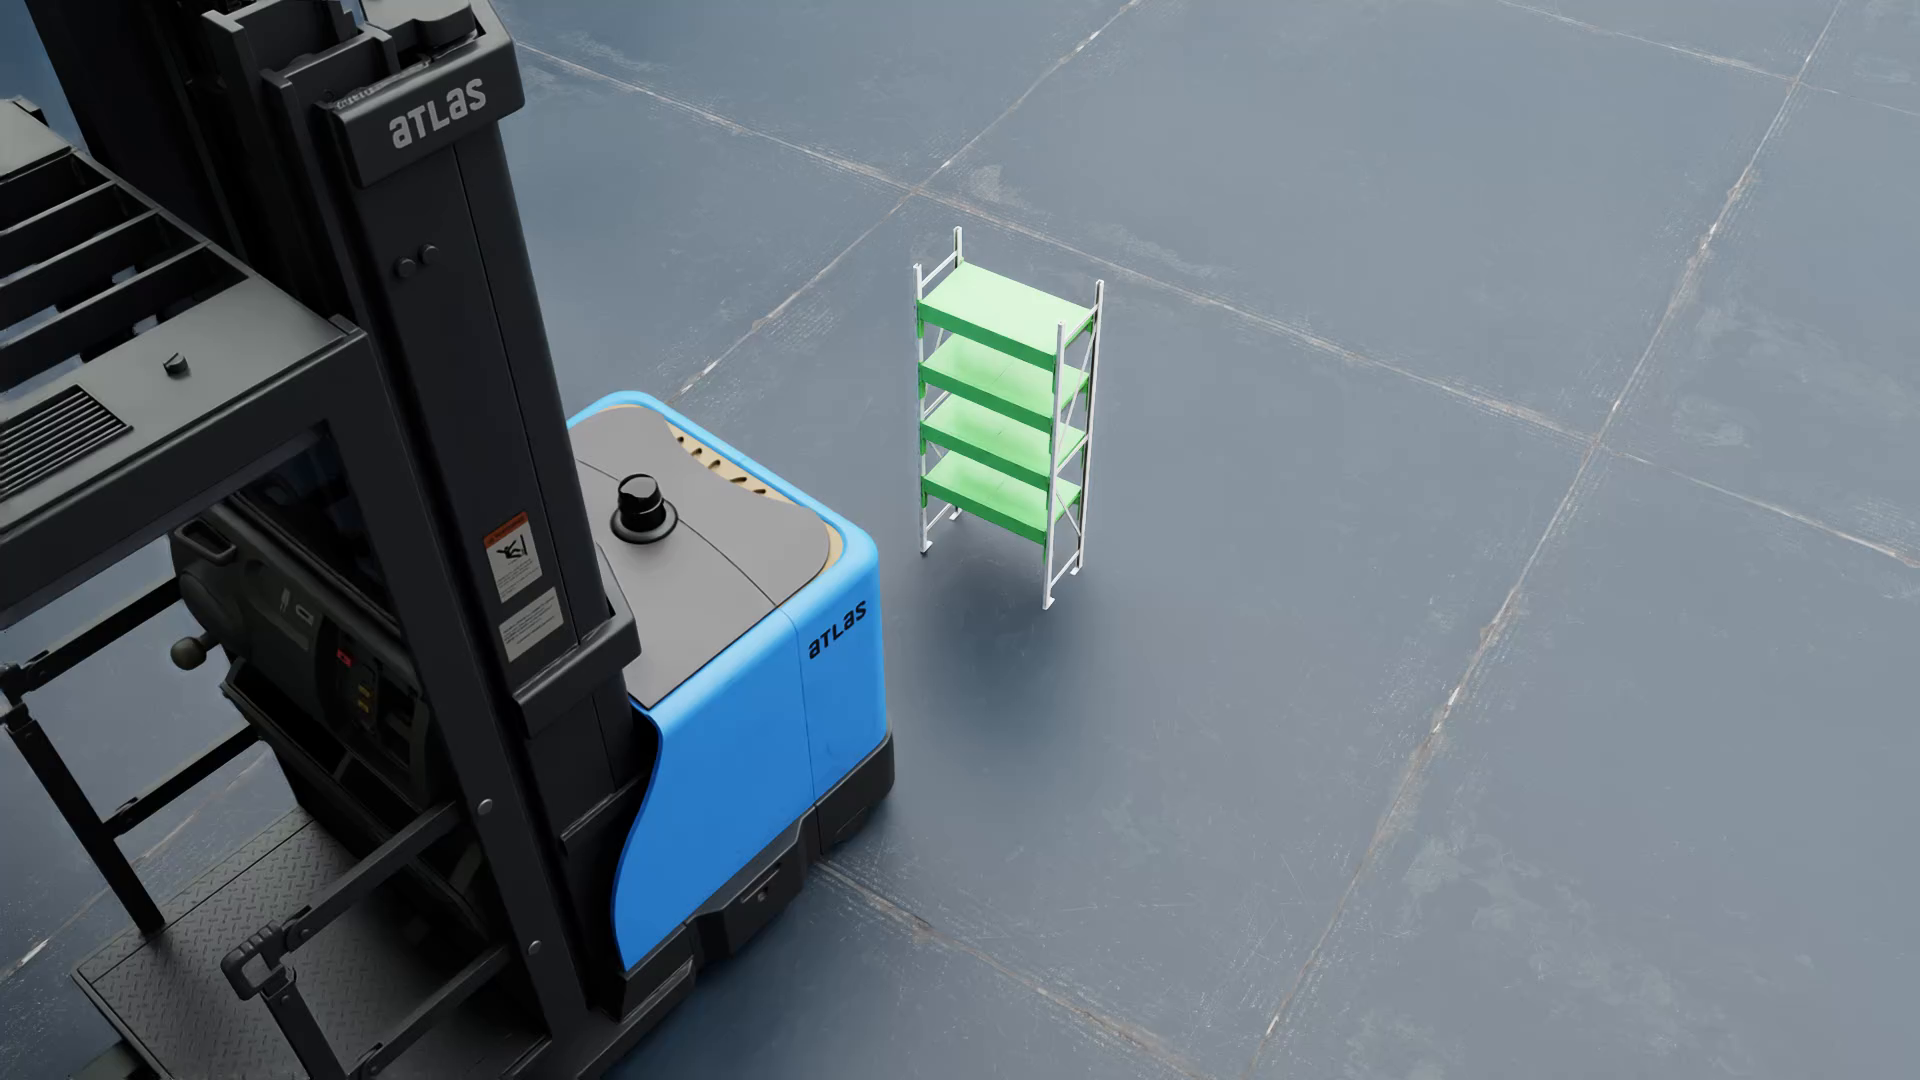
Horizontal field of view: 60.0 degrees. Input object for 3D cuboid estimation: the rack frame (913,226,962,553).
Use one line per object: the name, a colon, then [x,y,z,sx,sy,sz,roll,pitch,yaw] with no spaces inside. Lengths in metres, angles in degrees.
rack frame: [-0.066,-0.449,5.349,0.015,1.200,0.240,25,51,22]

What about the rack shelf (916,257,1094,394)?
rack shelf: [0.139,-0.644,4.959,0.480,0.148,0.258,25,51,22]

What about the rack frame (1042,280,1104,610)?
rack frame: [0.345,-0.260,5.166,0.015,1.200,0.240,25,51,22]

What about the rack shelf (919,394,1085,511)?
rack shelf: [0.139,-0.310,5.303,0.480,0.148,0.258,25,51,22]

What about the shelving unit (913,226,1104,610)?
shelving unit: [0.139,-0.354,5.257,0.503,1.200,0.258,25,51,22]

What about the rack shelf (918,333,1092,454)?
rack shelf: [0.139,-0.477,5.131,0.480,0.148,0.258,25,51,22]

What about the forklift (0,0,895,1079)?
forklift: [-1.536,0.307,3.408,1.130,2.935,3.031,32,54,27]

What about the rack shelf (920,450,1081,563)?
rack shelf: [0.139,-0.142,5.475,0.480,0.148,0.258,25,51,22]
